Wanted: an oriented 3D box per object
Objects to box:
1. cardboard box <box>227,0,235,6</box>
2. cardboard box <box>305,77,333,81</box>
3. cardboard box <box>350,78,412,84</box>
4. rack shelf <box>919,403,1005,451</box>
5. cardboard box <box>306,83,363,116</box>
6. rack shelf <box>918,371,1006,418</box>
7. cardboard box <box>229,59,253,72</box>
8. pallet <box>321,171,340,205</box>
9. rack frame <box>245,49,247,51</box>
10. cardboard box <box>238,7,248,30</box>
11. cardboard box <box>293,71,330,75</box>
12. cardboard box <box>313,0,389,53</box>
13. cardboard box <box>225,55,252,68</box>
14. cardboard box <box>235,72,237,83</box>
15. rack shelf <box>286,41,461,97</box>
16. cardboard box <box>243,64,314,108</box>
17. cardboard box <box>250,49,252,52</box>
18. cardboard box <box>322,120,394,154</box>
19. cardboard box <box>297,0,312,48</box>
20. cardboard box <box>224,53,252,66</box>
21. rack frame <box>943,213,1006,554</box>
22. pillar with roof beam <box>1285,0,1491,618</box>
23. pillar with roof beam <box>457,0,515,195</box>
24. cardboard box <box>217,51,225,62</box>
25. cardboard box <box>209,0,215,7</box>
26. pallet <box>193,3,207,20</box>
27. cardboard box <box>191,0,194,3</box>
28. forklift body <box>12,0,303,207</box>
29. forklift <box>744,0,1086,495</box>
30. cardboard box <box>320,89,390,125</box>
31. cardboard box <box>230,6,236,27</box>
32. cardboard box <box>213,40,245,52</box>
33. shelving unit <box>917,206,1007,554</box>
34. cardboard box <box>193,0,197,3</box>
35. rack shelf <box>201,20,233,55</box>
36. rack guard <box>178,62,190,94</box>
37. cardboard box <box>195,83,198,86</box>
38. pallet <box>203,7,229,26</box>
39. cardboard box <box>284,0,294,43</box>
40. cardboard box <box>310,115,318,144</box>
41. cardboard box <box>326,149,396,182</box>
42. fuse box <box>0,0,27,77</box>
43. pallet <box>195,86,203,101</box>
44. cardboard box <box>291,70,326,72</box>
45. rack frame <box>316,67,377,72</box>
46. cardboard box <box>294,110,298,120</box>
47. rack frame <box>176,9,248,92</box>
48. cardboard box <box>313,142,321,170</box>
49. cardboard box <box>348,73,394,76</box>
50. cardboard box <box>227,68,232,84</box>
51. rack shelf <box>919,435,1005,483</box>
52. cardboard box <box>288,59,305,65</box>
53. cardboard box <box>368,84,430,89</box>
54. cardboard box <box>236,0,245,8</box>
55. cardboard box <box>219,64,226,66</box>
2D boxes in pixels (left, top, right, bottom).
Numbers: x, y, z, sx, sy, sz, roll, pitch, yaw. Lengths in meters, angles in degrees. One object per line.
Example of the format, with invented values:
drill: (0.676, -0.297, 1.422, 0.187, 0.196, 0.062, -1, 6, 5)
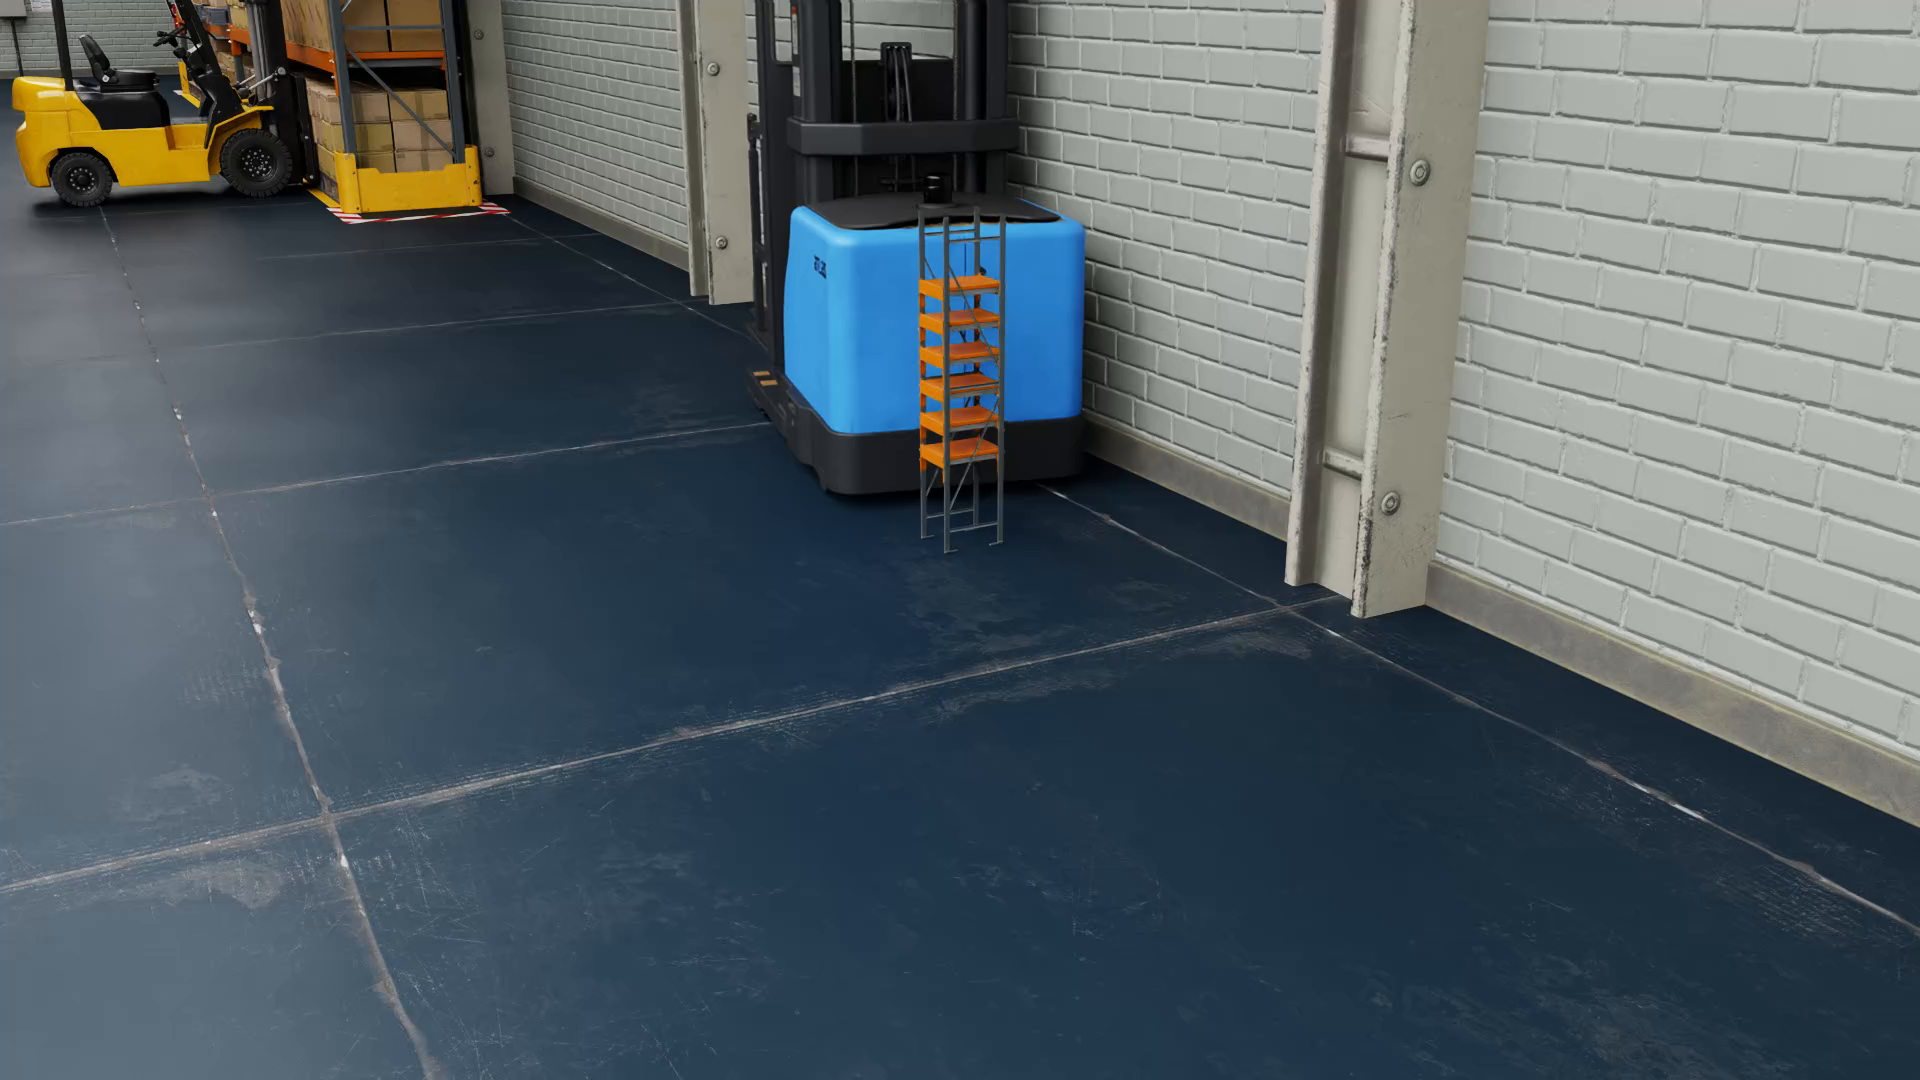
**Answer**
cardboard box: (-8.644, -6.641, 20.243, 0.500, 0.250, 0.500, -10, 21, -27)
cardboard box: (-6.285, -4.391, 16.298, 0.500, 0.250, 0.500, -9, 21, -25)
cardboard box: (-5.586, -4.324, 16.101, 0.500, 0.250, 0.500, -10, 22, -28)
rack shelf: (0.007, -0.408, 5.977, 0.258, 0.103, 0.180, -10, 21, -27)
cardboard box: (-5.808, -4.093, 15.433, 0.500, 0.250, 0.500, -10, 21, -26)
rack shelf: (0.007, -0.521, 5.938, 0.258, 0.103, 0.180, -10, 21, -27)
cardboard box: (-9.232, -6.145, 21.534, 0.380, 0.149, 0.250, -11, 22, -29)
pallet: (-5.219, -3.244, 15.207, 1.003, 0.211, 1.213, -10, 21, -27)
rack frame: (-10.517, -7.793, 24.118, 1.000, 3.000, 0.127, -10, 21, -27)
cardboard box: (-8.137, -6.117, 19.490, 0.500, 0.250, 0.500, -11, 22, -28)
cardboard box: (-6.765, -4.681, 17.137, 0.500, 0.250, 0.500, -10, 22, -27)
cardboard box: (-5.284, -4.496, 14.410, 0.500, 0.500, 0.500, -11, 22, -28)
cardboard box: (-9.680, -6.456, 22.437, 0.380, 0.149, 0.250, -11, 22, -29)
cardboard box: (-9.008, -5.750, 21.385, 0.500, 0.500, 0.500, -9, 21, -25)
rack shelf: (-5.769, -4.583, 15.916, 1.077, 0.370, 4.000, -10, 21, -27)
cardboard box: (-8.334, -5.540, 20.584, 0.875, 0.625, 0.625, -9, 21, -25)
cardboard box: (-10.089, -7.056, 24.175, 0.380, 0.149, 0.250, -11, 22, -29)
cardboard box: (-5.325, -3.575, 14.698, 0.500, 0.250, 0.500, -10, 22, -27)
cardboard box: (-5.766, -4.794, 15.272, 0.500, 0.500, 0.500, -10, 22, -28)
cardboard box: (-9.906, -6.608, 22.876, 0.380, 0.149, 0.250, -9, 21, -25)
rack frame: (0.050, -0.537, 5.848, 0.240, 1.200, 0.006, -10, 21, -27)
pillar with roof beam: (-2.447, -3.412, 2.225, 9.100, 9.000, 0.400, -10, 21, -27)
pillar with roof beam: (-8.145, -6.857, 12.208, 9.100, 9.000, 0.400, -10, 21, -27)
cardboard box: (-10.382, -6.905, 23.738, 0.380, 0.149, 0.250, -11, 22, -28)
cardboard box: (-9.404, -7.025, 21.479, 0.500, 0.250, 0.500, -11, 22, -29)
pallet: (-10.234, -7.456, 23.436, 1.003, 0.211, 1.213, -10, 21, -27)
cardboard box: (-11.225, -8.113, 24.819, 0.500, 0.250, 0.500, -10, 21, -26)
forklift body: (-7.325, -4.209, 15.032, 2.313, 2.155, 1.214, -10, 21, -27)
forklift: (-0.401, -2.005, 7.448, 1.130, 2.935, 3.031, -5, 20, -15)
cardboard box: (-5.312, -3.804, 14.595, 0.500, 0.250, 0.500, -9, 21, -25)
cardboard box: (-8.622, -6.409, 20.336, 0.500, 0.250, 0.500, -10, 21, -26)
cardboard box: (-10.416, -7.046, 23.691, 0.380, 0.149, 0.250, -11, 22, -29)
shelving unit: (0.007, -0.563, 5.924, 0.258, 1.200, 0.189, -10, 21, -27)
cardboard box: (-10.484, -7.866, 23.531, 0.700, 0.500, 0.500, -9, 21, -25)
rack shelf: (-9.568, -6.879, 22.572, 1.077, 0.370, 4.000, -10, 21, -27)
rack guard: (-12.381, -7.738, 27.791, 1.175, 0.500, 0.348, -10, 21, -27)
cardboard box: (-11.838, -7.517, 26.505, 0.700, 0.500, 0.500, -9, 21, -24)
pallet: (-9.001, -6.738, 21.354, 1.213, 0.211, 1.003, -10, 21, -27)
cardboard box: (-6.234, -5.084, 16.114, 0.500, 0.500, 0.500, -10, 22, -27)
cardboard box: (-5.818, -3.866, 15.540, 0.500, 0.250, 0.500, -11, 22, -28)
cardboard box: (-5.320, -3.333, 14.764, 0.500, 0.250, 0.500, -10, 21, -26)
fuse box: (-17.563, -9.461, 30.927, 0.539, 1.711, 0.414, -10, 21, -27)
pallet: (-11.426, -7.023, 26.161, 1.003, 0.211, 1.213, -10, 21, -27)
cardboard box: (-7.697, -5.160, 19.484, 0.875, 0.625, 0.625, -11, 22, -29)
rack frame: (-6.718, -5.497, 17.463, 1.000, 3.000, 0.127, -10, 21, -27)
cardboard box: (-6.291, -4.155, 16.379, 0.500, 0.250, 0.500, -10, 22, -27)
rack frame: (-12.417, -8.942, 27.446, 1.000, 3.000, 0.127, -10, 21, -27)
cardboard box: (-5.778, -3.623, 15.602, 0.500, 0.250, 0.500, -10, 21, -26)
cardboard box: (-6.061, -4.614, 16.942, 0.500, 0.250, 0.500, -10, 22, -27)
cardboard box: (-9.487, -6.045, 22.240, 0.500, 0.500, 0.500, -9, 21, -24)
rack shelf: (0.007, -0.294, 6.016, 0.258, 0.103, 0.180, -10, 21, -27)
cardboard box: (-8.591, -6.167, 21.598, 0.380, 0.149, 0.250, -9, 21, -24)
cardboard box: (-5.121, -4.030, 15.251, 0.500, 0.250, 0.500, -10, 21, -27)
cardboard box: (-8.153, -6.348, 19.394, 0.500, 0.250, 0.500, -11, 22, -28)
cardboard box: (-9.991, -6.341, 23.098, 0.500, 0.500, 0.500, -11, 22, -28)
